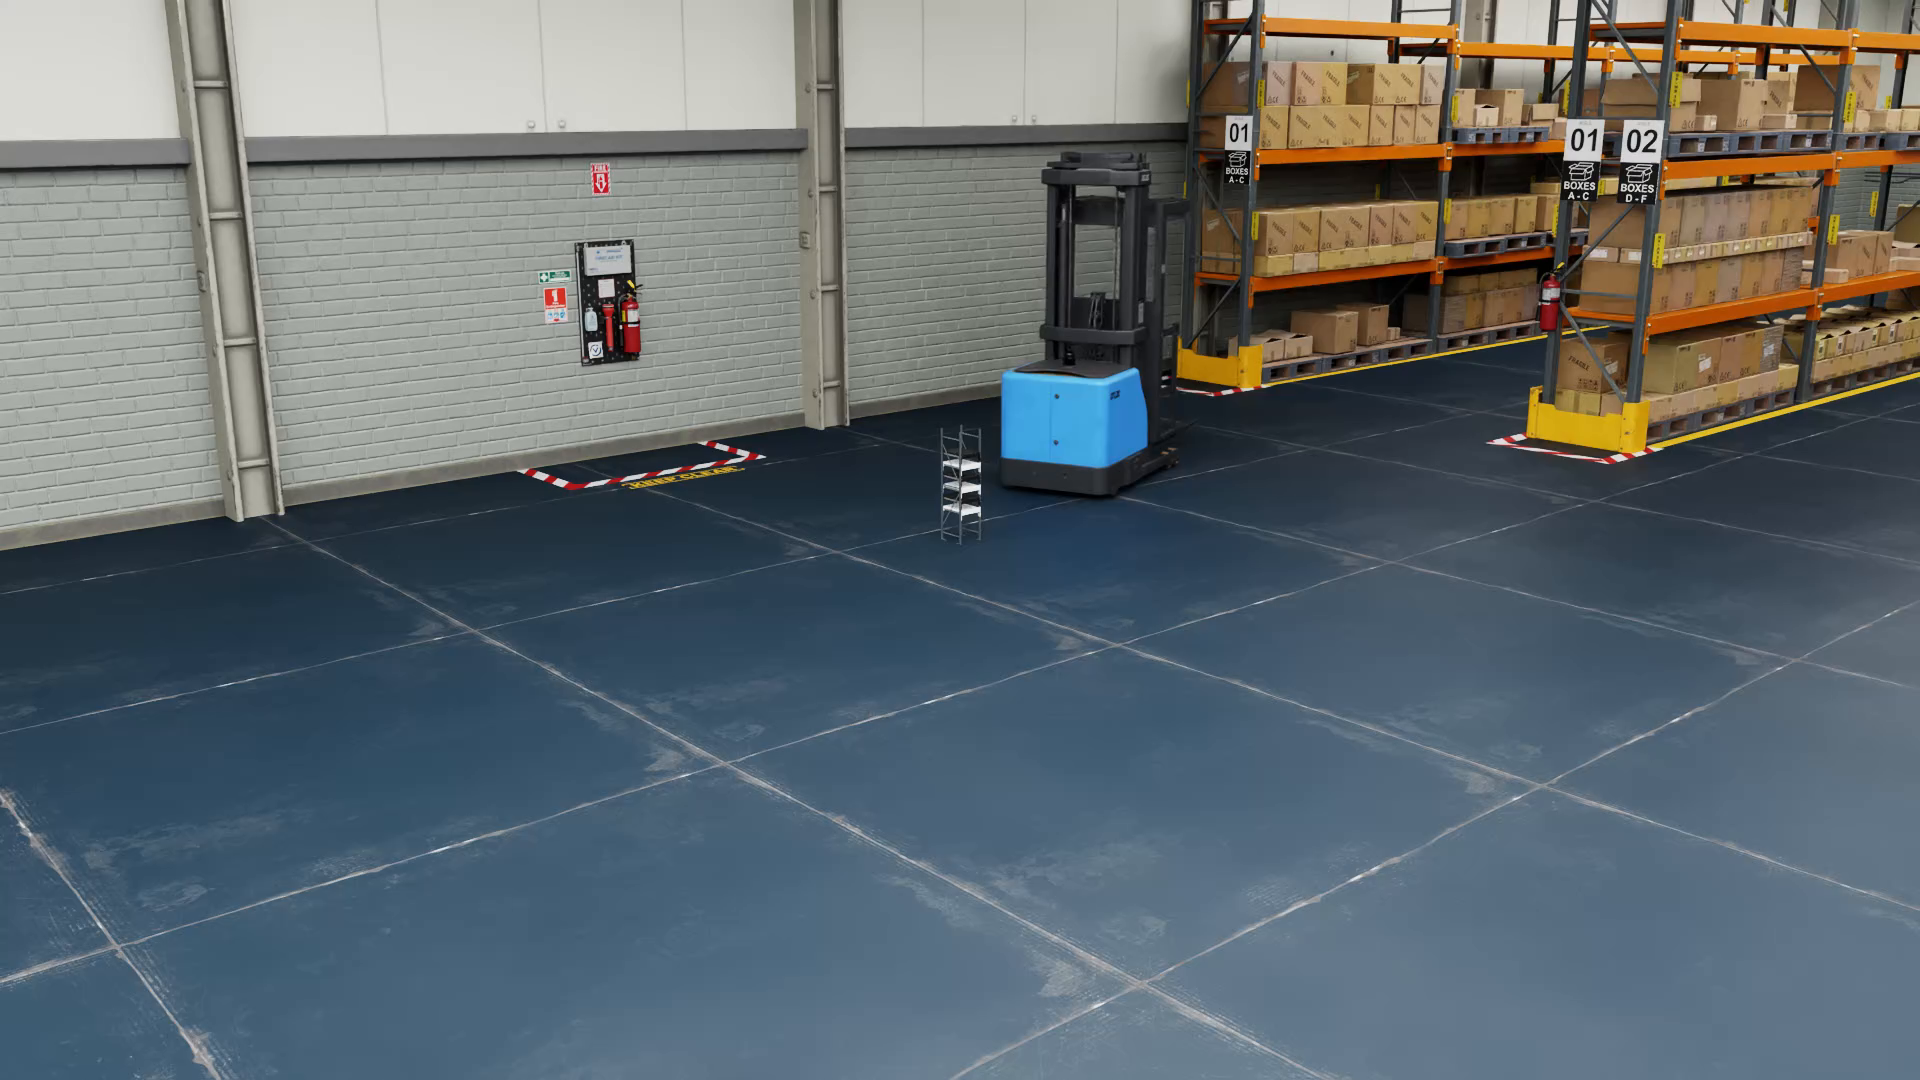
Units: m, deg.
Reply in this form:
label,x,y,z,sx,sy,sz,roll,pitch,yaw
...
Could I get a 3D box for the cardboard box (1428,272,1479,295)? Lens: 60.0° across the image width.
label,x,y,z,sx,sy,sz,roll,pitch,yaw
cardboard box,7.026,-3.658,23.669,0.500,0.250,0.500,-13,20,-41

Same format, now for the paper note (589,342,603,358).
label,x,y,z,sx,sy,sz,roll,pitch,yaw
paper note,-3.500,-1.827,15.984,0.142,0.148,0.016,-13,19,-39

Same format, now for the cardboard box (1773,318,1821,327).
label,x,y,z,sx,sy,sz,roll,pitch,yaw
cardboard box,10.290,-2.567,20.475,0.500,0.311,0.500,-13,20,-40

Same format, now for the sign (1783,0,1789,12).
label,x,y,z,sx,sy,sz,roll,pitch,yaw
sign,14.845,-9.655,29.843,0.005,0.325,0.100,-13,19,-39

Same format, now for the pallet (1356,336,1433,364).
label,x,y,z,sx,sy,sz,roll,pitch,yaw
pallet,5.669,-2.619,22.648,1.213,0.211,1.003,-13,19,-39

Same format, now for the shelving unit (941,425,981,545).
label,x,y,z,sx,sy,sz,roll,pitch,yaw
shelving unit,0.006,-0.436,13.139,0.210,0.900,0.258,-13,20,-39

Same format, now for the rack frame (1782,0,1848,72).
label,x,y,z,sx,sy,sz,roll,pitch,yaw
rack frame,15.205,-9.019,29.576,0.127,3.000,1.000,-13,19,-39

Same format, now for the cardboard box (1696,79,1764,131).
label,x,y,z,sx,sy,sz,roll,pitch,yaw
cardboard box,7.821,-4.442,16.976,0.500,0.500,0.500,-13,19,-39

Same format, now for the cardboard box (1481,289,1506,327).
label,x,y,z,sx,sy,sz,roll,pitch,yaw
cardboard box,7.465,-3.396,24.143,0.500,0.500,0.700,-12,19,-39

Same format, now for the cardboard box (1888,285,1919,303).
label,x,y,z,sx,sy,sz,roll,pitch,yaw
cardboard box,13.015,-3.383,22.640,0.500,0.250,0.500,-12,19,-37

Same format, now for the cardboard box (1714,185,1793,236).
label,x,y,z,sx,sy,sz,roll,pitch,yaw
cardboard box,8.696,-3.636,18.344,0.500,0.500,0.700,-13,20,-39

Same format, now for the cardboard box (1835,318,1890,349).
label,x,y,z,sx,sy,sz,roll,pitch,yaw
cardboard box,11.041,-2.551,20.416,0.500,0.311,0.500,-12,19,-38

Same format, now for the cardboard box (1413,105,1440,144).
label,x,y,z,sx,sy,sz,roll,pitch,yaw
cardboard box,5.931,-5.460,21.835,0.500,0.500,0.500,-12,19,-38

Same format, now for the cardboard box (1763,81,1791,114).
label,x,y,z,sx,sy,sz,roll,pitch,yaw
cardboard box,8.854,-4.858,18.532,0.500,0.500,0.500,-11,18,-35

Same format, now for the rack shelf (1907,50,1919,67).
label,x,y,z,sx,sy,sz,roll,pitch,yaw
rack shelf,13.933,-6.498,22.307,4.000,0.370,1.077,-13,19,-39

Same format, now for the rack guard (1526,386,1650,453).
label,x,y,z,sx,sy,sz,roll,pitch,yaw
rack guard,6.371,-1.234,16.902,0.348,0.500,1.175,-13,19,-39

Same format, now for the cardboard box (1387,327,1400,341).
label,x,y,z,sx,sy,sz,roll,pitch,yaw
cardboard box,5.768,-2.835,22.687,0.380,0.166,0.250,13,20,40

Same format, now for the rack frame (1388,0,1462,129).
label,x,y,z,sx,sy,sz,roll,pitch,yaw
rack frame,6.152,-6.986,21.965,0.127,3.000,1.000,-13,19,-39

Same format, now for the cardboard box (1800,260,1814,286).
label,x,y,z,sx,sy,sz,roll,pitch,yaw
cardboard box,9.749,-3.143,19.495,0.500,0.250,0.500,-11,19,-36

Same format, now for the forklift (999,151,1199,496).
label,x,y,z,sx,sy,sz,roll,pitch,yaw
forklift,1.466,-2.137,15.571,1.130,2.935,3.031,7,17,26

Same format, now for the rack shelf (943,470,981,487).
label,x,y,z,sx,sy,sz,roll,pitch,yaw
rack shelf,0.006,-0.491,13.124,0.200,0.077,0.258,-13,20,-39

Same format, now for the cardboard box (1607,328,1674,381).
label,x,y,z,sx,sy,sz,roll,pitch,yaw
cardboard box,7.343,-2.004,18.000,0.500,0.500,0.500,-13,19,-39

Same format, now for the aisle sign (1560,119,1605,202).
label,x,y,z,sx,sy,sz,roll,pitch,yaw
aisle sign,6.147,-3.748,16.431,0.004,0.787,0.394,-13,19,-39

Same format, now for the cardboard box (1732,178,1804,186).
label,x,y,z,sx,sy,sz,roll,pitch,yaw
cardboard box,14.285,-6.051,29.511,0.700,0.700,0.980,-13,20,-40

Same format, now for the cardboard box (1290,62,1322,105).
label,x,y,z,sx,sy,sz,roll,pitch,yaw
cardboard box,3.996,-5.493,20.020,0.500,0.500,0.500,-13,20,-40

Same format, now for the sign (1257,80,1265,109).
label,x,y,z,sx,sy,sz,roll,pitch,yaw
sign,3.491,-5.176,19.307,0.005,0.325,0.100,-13,19,-39

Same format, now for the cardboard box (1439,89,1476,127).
label,x,y,z,sx,sy,sz,roll,pitch,yaw
cardboard box,6.617,-5.865,22.574,0.500,0.500,0.500,-9,18,-32

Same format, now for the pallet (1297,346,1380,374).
label,x,y,z,sx,sy,sz,roll,pitch,yaw
pallet,4.748,-2.412,21.870,1.213,0.211,1.003,-13,19,-39

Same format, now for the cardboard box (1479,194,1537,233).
label,x,y,z,sx,sy,sz,roll,pitch,yaw
cardboard box,7.896,-4.729,24.095,0.500,0.500,0.700,-13,19,-39

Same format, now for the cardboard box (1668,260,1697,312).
label,x,y,z,sx,sy,sz,roll,pitch,yaw
cardboard box,7.143,-2.661,17.205,0.500,0.500,0.700,-12,19,-38

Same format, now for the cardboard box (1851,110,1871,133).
label,x,y,z,sx,sy,sz,roll,pitch,yaw
cardboard box,10.290,-4.899,19.444,0.500,0.250,0.500,14,20,42

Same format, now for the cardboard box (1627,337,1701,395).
label,x,y,z,sx,sy,sz,roll,pitch,yaw
cardboard box,7.316,-1.815,17.295,0.500,0.500,0.500,-13,19,-39

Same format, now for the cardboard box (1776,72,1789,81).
label,x,y,z,sx,sy,sz,roll,pitch,yaw
cardboard box,13.662,-7.672,28.177,0.500,0.500,0.500,-12,19,-39

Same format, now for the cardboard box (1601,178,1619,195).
label,x,y,z,sx,sy,sz,roll,pitch,yaw
cardboard box,9.703,-5.361,25.244,0.500,0.250,0.500,-12,19,-38

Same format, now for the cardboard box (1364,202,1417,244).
label,x,y,z,sx,sy,sz,roll,pitch,yaw
cardboard box,5.626,-4.161,21.814,0.500,0.500,0.500,-13,20,-40

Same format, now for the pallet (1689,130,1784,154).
label,x,y,z,sx,sy,sz,roll,pitch,yaw
pallet,7.860,-4.175,17.426,1.213,0.211,1.003,-13,19,-39

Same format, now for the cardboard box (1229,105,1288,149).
label,x,y,z,sx,sy,sz,roll,pitch,yaw
cardboard box,3.551,-4.925,19.830,0.500,0.500,0.500,-12,19,-38

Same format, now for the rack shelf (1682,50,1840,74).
label,x,y,z,sx,sy,sz,roll,pitch,yaw
rack shelf,13.696,-8.139,28.452,4.000,0.370,1.077,-13,19,-39

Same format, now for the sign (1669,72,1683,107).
label,x,y,z,sx,sy,sz,roll,pitch,yaw
sign,6.749,-4.247,15.676,0.005,0.325,0.100,-13,19,-39

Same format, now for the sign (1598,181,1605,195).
label,x,y,z,sx,sy,sz,roll,pitch,yaw
sign,9.533,-5.182,24.748,0.005,0.325,0.100,-13,19,-39

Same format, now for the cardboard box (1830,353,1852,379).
label,x,y,z,sx,sy,sz,roll,pitch,yaw
cardboard box,10.260,-2.104,19.830,0.500,0.250,0.500,-12,19,-38

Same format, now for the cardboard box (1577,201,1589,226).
label,x,y,z,sx,sy,sz,roll,pitch,yaw
cardboard box,9.704,-4.999,25.344,0.500,0.500,0.500,-12,19,-38

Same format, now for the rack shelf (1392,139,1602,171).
label,x,y,z,sx,sy,sz,roll,pitch,yaw
rack shelf,7.661,-5.528,23.714,4.000,0.370,1.077,-13,19,-39

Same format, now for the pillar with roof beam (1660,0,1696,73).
label,x,y,z,sx,sy,sz,roll,pitch,yaw
pillar with roof beam,14.973,-7.790,24.976,0.400,9.000,9.100,-13,19,-39

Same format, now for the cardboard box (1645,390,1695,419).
label,x,y,z,sx,sy,sz,roll,pitch,yaw
cardboard box,7.314,-1.453,17.393,0.500,0.250,0.500,-13,19,-39

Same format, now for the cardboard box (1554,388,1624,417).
label,x,y,z,sx,sy,sz,roll,pitch,yaw
cardboard box,6.600,-1.469,17.451,0.500,0.250,0.500,-13,19,-39

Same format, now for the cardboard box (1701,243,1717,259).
label,x,y,z,sx,sy,sz,roll,pitch,yaw
cardboard box,7.604,-3.007,17.246,0.250,0.149,0.380,-14,20,-41

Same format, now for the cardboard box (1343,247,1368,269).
label,x,y,z,sx,sy,sz,roll,pitch,yaw
cardboard box,4.864,-3.629,21.275,0.500,0.250,0.500,-12,19,-39

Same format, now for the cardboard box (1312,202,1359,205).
label,x,y,z,sx,sy,sz,roll,pitch,yaw
cardboard box,4.888,-4.178,21.876,0.500,0.500,0.500,-12,19,-38

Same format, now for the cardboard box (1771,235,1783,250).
label,x,y,z,sx,sy,sz,roll,pitch,yaw
cardboard box,8.761,-3.266,18.216,0.250,0.149,0.380,-13,20,-39

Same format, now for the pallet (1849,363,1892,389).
label,x,y,z,sx,sy,sz,roll,pitch,yaw
pallet,10.858,-2.117,20.765,1.213,0.211,1.003,-13,19,-39

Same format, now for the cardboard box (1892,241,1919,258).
label,x,y,z,sx,sy,sz,roll,pitch,yaw
cardboard box,12.121,-3.705,21.481,0.500,0.311,0.500,-11,19,-36
